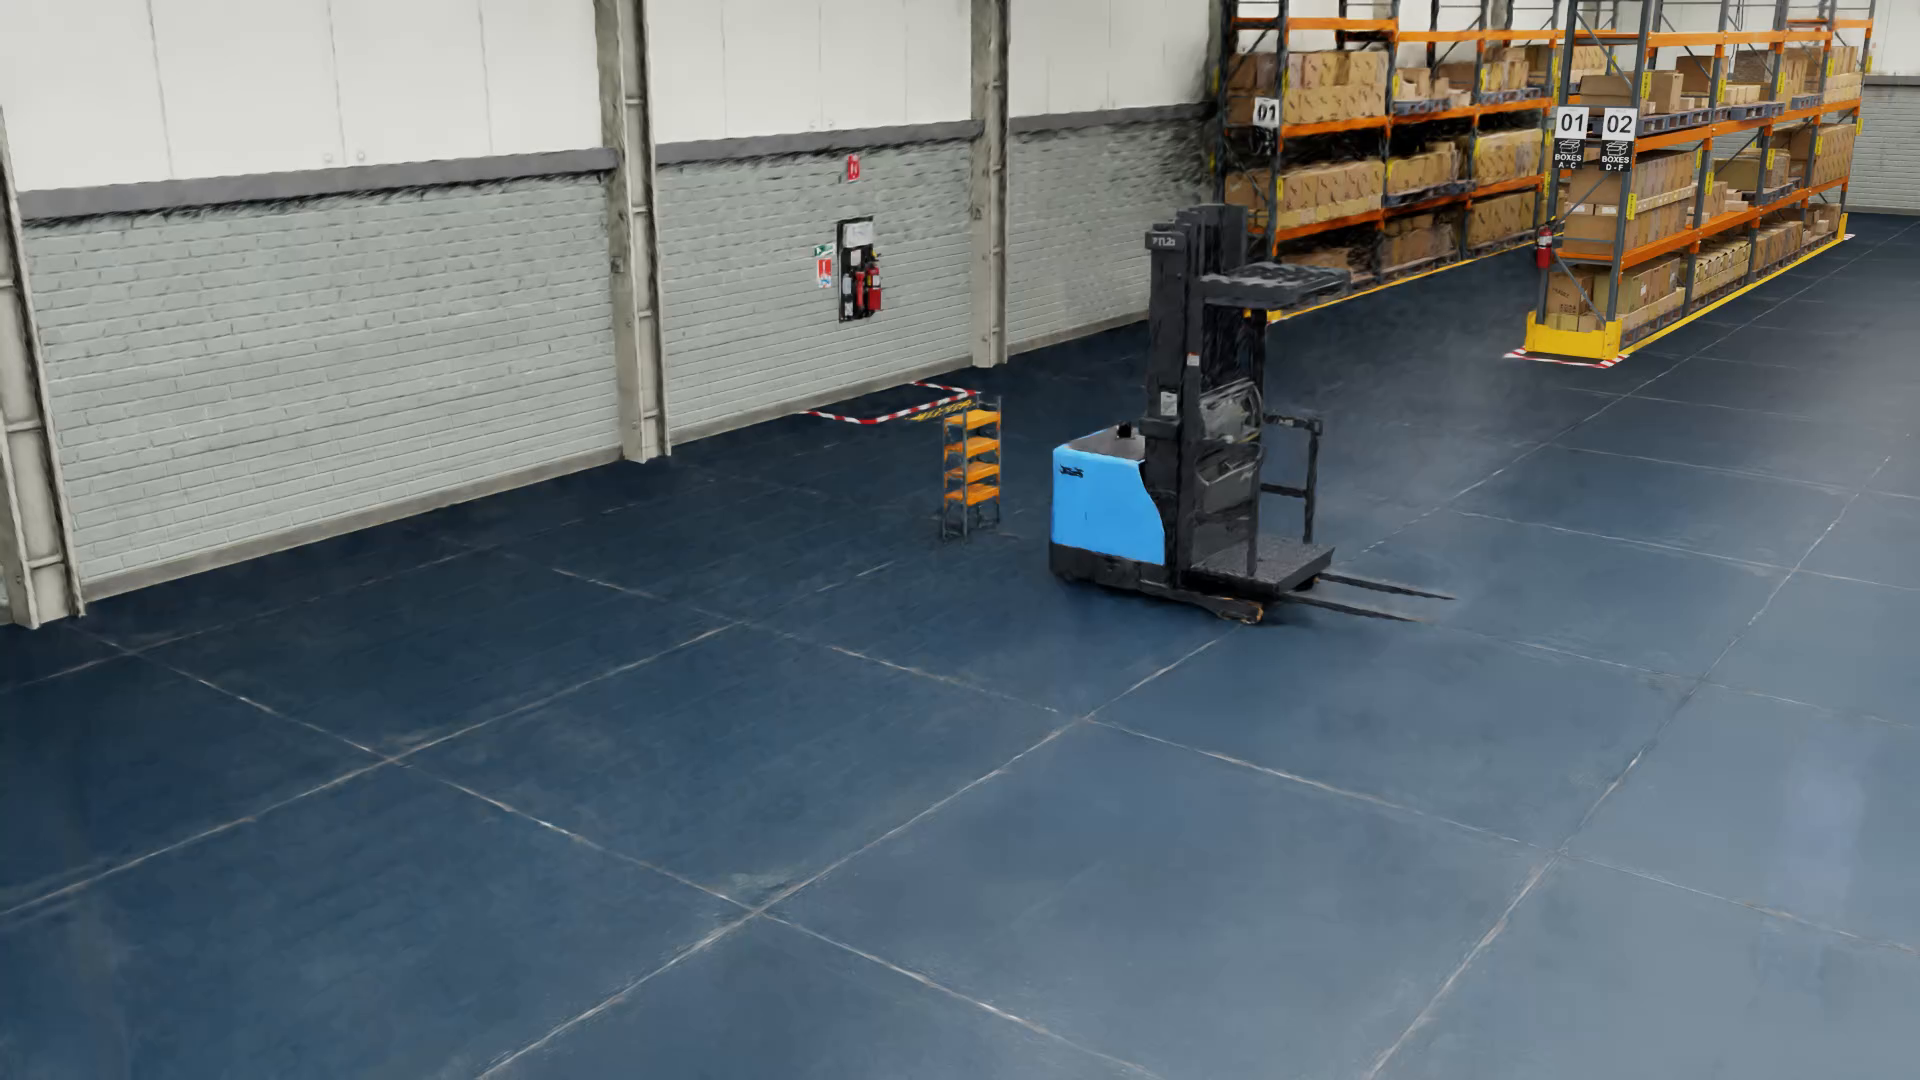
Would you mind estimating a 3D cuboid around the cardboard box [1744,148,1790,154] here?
[{"bbox_3d":[14.897,-6.977,30.778,0.700,0.500,0.500,5,18,16],"label":"cardboard box"}]

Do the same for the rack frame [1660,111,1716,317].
[{"bbox_3d":[10.592,-4.897,24.955,1.000,3.000,0.127,12,21,35],"label":"rack frame"}]

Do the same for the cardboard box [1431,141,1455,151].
[{"bbox_3d":[8.813,-7.204,30.381,0.380,0.149,0.250,9,20,28],"label":"cardboard box"}]

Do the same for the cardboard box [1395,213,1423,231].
[{"bbox_3d":[7.915,-5.670,29.652,0.500,0.250,0.500,12,21,34],"label":"cardboard box"}]

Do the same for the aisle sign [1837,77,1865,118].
[{"bbox_3d":[18.029,-8.959,33.651,0.394,0.787,0.004,12,21,35],"label":"aisle sign"}]

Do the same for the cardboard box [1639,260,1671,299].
[{"bbox_3d":[9.889,-3.757,23.947,0.500,0.500,0.500,12,21,35],"label":"cardboard box"}]

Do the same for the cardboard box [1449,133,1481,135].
[{"bbox_3d":[9.677,-7.680,31.948,0.500,0.250,0.500,12,21,33],"label":"cardboard box"}]

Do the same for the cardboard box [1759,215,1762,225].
[{"bbox_3d":[14.279,-5.867,30.286,0.500,0.250,0.500,12,21,35],"label":"cardboard box"}]

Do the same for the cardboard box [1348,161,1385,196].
[{"bbox_3d":[6.578,-5.900,27.140,0.500,0.500,0.500,12,21,35],"label":"cardboard box"}]

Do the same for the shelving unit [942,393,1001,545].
[{"bbox_3d":[0.099,-0.612,14.193,0.258,1.200,0.503,12,21,35],"label":"shelving unit"}]

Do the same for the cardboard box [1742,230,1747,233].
[{"bbox_3d":[13.653,-5.253,29.576,0.500,0.500,0.500,12,21,33],"label":"cardboard box"}]

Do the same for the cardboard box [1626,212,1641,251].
[{"bbox_3d":[8.806,-4.227,22.629,0.700,0.500,0.500,13,22,36],"label":"cardboard box"}]

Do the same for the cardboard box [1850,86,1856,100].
[{"bbox_3d":[17.341,-8.830,32.815,0.500,0.250,0.500,12,21,35],"label":"cardboard box"}]

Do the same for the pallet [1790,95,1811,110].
[{"bbox_3d":[14.298,-7.755,29.416,1.213,0.211,1.003,12,21,35],"label":"pallet"}]

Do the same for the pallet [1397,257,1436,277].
[{"bbox_3d":[7.801,-4.917,29.722,1.003,0.211,1.213,12,21,35],"label":"pallet"}]

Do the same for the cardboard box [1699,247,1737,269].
[{"bbox_3d":[12.254,-4.592,26.956,0.500,0.311,0.500,12,21,34],"label":"cardboard box"}]

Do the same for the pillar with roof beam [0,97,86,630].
[{"bbox_3d":[-3.317,-2.955,8.587,9.100,9.000,0.400,12,21,35],"label":"pillar with roof beam"}]

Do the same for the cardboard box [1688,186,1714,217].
[{"bbox_3d":[11.377,-5.250,25.924,0.500,0.500,0.500,14,22,39],"label":"cardboard box"}]

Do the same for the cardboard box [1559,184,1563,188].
[{"bbox_3d":[13.038,-7.706,36.414,0.380,0.149,0.250,12,21,35],"label":"cardboard box"}]

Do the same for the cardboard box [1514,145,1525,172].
[{"bbox_3d":[10.703,-7.480,32.570,0.500,0.500,0.500,12,21,35],"label":"cardboard box"}]

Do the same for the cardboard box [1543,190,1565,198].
[{"bbox_3d":[12.568,-7.327,35.193,0.380,0.149,0.250,12,21,33],"label":"cardboard box"}]

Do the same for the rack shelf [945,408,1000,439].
[{"bbox_3d":[0.099,-0.988,14.076,0.258,0.148,0.480,12,21,35],"label":"rack shelf"}]

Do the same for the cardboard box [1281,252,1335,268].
[{"bbox_3d":[5.530,-4.286,26.459,0.700,0.500,0.500,11,20,31],"label":"cardboard box"}]

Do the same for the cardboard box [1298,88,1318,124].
[{"bbox_3d":[4.977,-6.466,24.746,0.500,0.500,0.500,14,22,38],"label":"cardboard box"}]

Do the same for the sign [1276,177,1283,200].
[{"bbox_3d":[4.664,-5.136,24.266,0.100,0.325,0.005,12,21,35],"label":"sign"}]

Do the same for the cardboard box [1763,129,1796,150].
[{"bbox_3d":[15.452,-7.494,31.463,0.500,0.500,0.500,13,21,35],"label":"cardboard box"}]

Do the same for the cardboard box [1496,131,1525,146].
[{"bbox_3d":[10.689,-7.836,32.452,0.500,0.250,0.500,13,21,36],"label":"cardboard box"}]

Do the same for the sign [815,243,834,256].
[{"bbox_3d":[-1.530,-3.284,18.806,0.001,0.109,0.331,12,21,35],"label":"sign"}]

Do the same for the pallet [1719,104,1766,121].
[{"bbox_3d":[11.979,-6.748,26.175,1.003,0.211,1.213,14,22,37],"label":"pallet"}]

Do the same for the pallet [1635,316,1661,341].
[{"bbox_3d":[9.358,-3.091,23.843,1.003,0.211,1.213,12,21,35],"label":"pallet"}]

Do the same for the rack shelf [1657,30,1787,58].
[{"bbox_3d":[11.784,-7.704,25.765,1.077,0.370,4.000,12,21,35],"label":"rack shelf"}]

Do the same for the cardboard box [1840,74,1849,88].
[{"bbox_3d":[16.750,-8.830,31.971,0.500,0.250,0.500,12,21,35],"label":"cardboard box"}]

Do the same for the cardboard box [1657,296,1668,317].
[{"bbox_3d":[9.899,-3.396,24.051,0.500,0.250,0.500,12,21,35],"label":"cardboard box"}]

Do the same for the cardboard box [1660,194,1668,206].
[{"bbox_3d":[9.689,-4.786,23.335,0.380,0.149,0.250,13,22,36],"label":"cardboard box"}]

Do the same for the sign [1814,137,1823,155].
[{"bbox_3d":[15.807,-7.258,30.606,0.100,0.325,0.005,12,21,35],"label":"sign"}]

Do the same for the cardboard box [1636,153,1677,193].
[{"bbox_3d":[9.734,-5.218,23.632,0.700,0.500,0.500,12,21,35],"label":"cardboard box"}]

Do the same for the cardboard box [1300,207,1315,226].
[{"bbox_3d":[5.072,-4.943,25.322,0.500,0.250,0.500,12,21,33],"label":"cardboard box"}]

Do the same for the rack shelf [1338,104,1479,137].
[{"bbox_3d":[7.803,-7.337,28.967,1.077,0.370,4.000,12,21,35],"label":"rack shelf"}]

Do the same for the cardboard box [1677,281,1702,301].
[{"bbox_3d":[11.031,-3.837,25.469,0.500,0.250,0.500,12,21,33],"label":"cardboard box"}]

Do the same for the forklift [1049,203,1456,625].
[{"bbox_3d":[2.203,-0.956,12.379,3.031,2.935,1.130,12,21,34],"label":"forklift"}]

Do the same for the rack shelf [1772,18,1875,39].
[{"bbox_3d":[16.550,-9.799,31.842,1.077,0.370,4.000,12,21,35],"label":"rack shelf"}]

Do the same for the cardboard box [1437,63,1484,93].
[{"bbox_3d":[9.232,-8.538,30.712,0.700,0.500,0.500,11,20,30],"label":"cardboard box"}]

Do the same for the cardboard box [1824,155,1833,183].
[{"bbox_3d":[16.484,-7.165,32.089,0.500,0.500,0.500,12,21,34],"label":"cardboard box"}]

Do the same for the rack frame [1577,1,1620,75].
[{"bbox_3d":[13.762,-11.495,36.085,1.000,3.000,0.127,12,21,35],"label":"rack frame"}]

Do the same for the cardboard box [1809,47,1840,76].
[{"bbox_3d":[16.030,-8.977,31.180,0.700,0.500,0.500,12,21,35],"label":"cardboard box"}]

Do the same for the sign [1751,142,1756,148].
[{"bbox_3d":[14.918,-7.310,31.265,0.100,0.325,0.005,12,21,35],"label":"sign"}]

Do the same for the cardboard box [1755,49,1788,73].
[{"bbox_3d":[13.848,-8.153,28.528,0.500,0.500,0.500,12,21,35],"label":"cardboard box"}]

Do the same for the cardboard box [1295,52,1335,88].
[{"bbox_3d":[5.289,-7.069,25.005,0.500,0.500,0.500,13,22,36],"label":"cardboard box"}]

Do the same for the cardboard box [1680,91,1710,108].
[{"bbox_3d":[10.967,-6.603,24.937,0.500,0.250,0.500,15,23,40],"label":"cardboard box"}]

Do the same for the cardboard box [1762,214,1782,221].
[{"bbox_3d":[15.470,-6.005,31.995,0.500,0.500,0.500,12,21,35],"label":"cardboard box"}]

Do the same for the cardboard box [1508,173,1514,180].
[{"bbox_3d":[10.612,-7.141,32.571,0.380,0.149,0.250,12,21,33],"label":"cardboard box"}]

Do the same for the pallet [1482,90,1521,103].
[{"bbox_3d":[10.000,-8.496,31.805,1.003,0.211,1.213,14,22,37],"label":"pallet"}]
